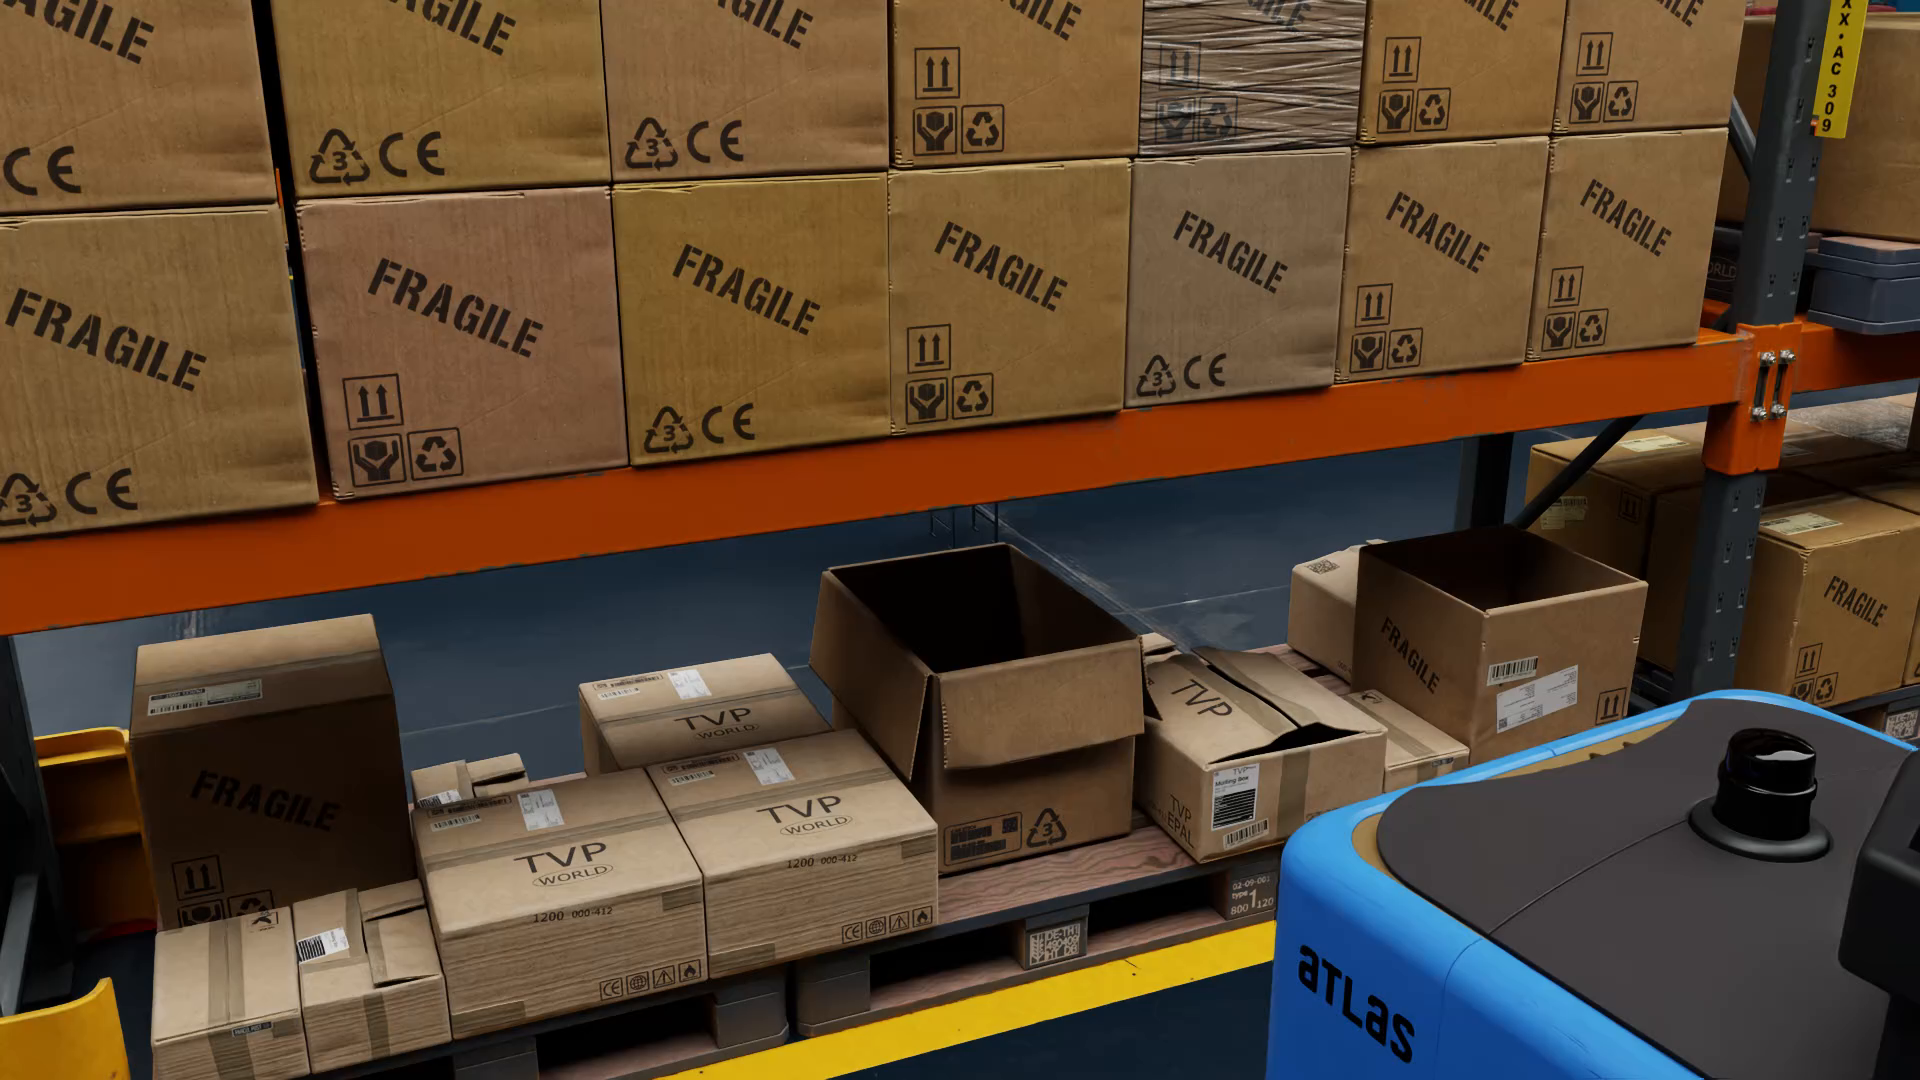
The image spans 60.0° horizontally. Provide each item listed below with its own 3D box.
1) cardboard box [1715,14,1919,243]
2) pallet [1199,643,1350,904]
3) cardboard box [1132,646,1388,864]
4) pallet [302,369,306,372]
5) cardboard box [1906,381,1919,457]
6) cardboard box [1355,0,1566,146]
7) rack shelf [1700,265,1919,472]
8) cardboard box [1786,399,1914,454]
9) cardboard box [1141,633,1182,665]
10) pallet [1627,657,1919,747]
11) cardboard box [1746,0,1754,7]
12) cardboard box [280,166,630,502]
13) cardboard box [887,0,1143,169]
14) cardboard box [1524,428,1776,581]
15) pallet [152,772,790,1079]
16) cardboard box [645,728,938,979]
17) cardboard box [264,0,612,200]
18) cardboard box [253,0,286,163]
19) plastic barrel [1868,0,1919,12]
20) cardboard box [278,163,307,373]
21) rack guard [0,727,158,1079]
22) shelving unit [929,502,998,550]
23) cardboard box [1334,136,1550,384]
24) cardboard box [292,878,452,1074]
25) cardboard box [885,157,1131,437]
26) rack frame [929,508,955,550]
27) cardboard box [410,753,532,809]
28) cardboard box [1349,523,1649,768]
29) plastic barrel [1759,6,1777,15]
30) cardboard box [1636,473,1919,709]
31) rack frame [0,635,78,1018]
[{"bbox_3d":[2.295,-1.078,4.283,0.500,0.500,0.700,-17,26,-40],"label":"cardboard box"},{"bbox_3d":[1.140,0.567,4.594,1.213,0.211,1.003,-8,21,-22],"label":"pallet"},{"bbox_3d":[0.672,0.482,4.021,0.500,0.311,0.500,-8,21,-22],"label":"cardboard box"},{"bbox_3d":[-3.088,-0.605,7.921,1.213,0.211,1.003,-8,21,-22],"label":"pallet"},{"bbox_3d":[3.230,-0.341,4.947,0.500,0.250,0.500,-8,21,-22],"label":"cardboard box"},{"bbox_3d":[0.940,-1.143,3.597,0.500,0.500,0.500,-9,21,-23],"label":"cardboard box"},{"bbox_3d":[3.608,-0.762,5.253,4.000,0.370,1.077,-8,21,-22],"label":"rack shelf"},{"bbox_3d":[3.029,-0.147,5.526,0.500,0.500,0.500,-8,21,-21],"label":"cardboard box"},{"bbox_3d":[0.510,0.397,4.483,0.250,0.166,0.380,-8,21,-22],"label":"cardboard box"},{"bbox_3d":[2.503,0.358,5.186,1.213,0.211,1.003,-8,21,-22],"label":"pallet"},{"bbox_3d":[7.466,-5.407,16.763,0.500,0.500,0.875,-8,21,-22],"label":"cardboard box"},{"bbox_3d":[-0.918,-0.407,3.010,0.500,0.500,0.500,-8,21,-22],"label":"cardboard box"},{"bbox_3d":[0.015,-1.011,3.222,0.500,0.500,0.500,-8,21,-22],"label":"cardboard box"},{"bbox_3d":[2.111,-0.019,5.161,0.500,0.500,0.500,-8,21,-22],"label":"cardboard box"},{"bbox_3d":[-1.100,0.888,3.682,1.213,0.211,1.003,-8,21,-22],"label":"pallet"},{"bbox_3d":[-0.372,0.661,3.607,0.500,0.250,0.500,-8,21,-22],"label":"cardboard box"},{"bbox_3d":[-0.913,-0.880,2.849,0.500,0.500,0.500,-8,21,-21],"label":"cardboard box"},{"bbox_3d":[-1.138,-1.040,3.303,0.500,0.500,0.500,-8,21,-20],"label":"cardboard box"},{"bbox_3d":[6.684,-3.680,11.702,0.708,0.901,0.600,-8,21,-22],"label":"plastic barrel"},{"bbox_3d":[-1.123,-0.571,3.475,0.500,0.500,0.500,-8,21,-21],"label":"cardboard box"},{"bbox_3d":[-1.832,0.857,3.336,0.348,0.500,1.175,-8,21,-22],"label":"rack guard"},{"bbox_3d":[0.013,-0.568,6.328,0.189,1.200,0.258,-8,21,-22],"label":"shelving unit"},{"bbox_3d":[0.941,-0.673,3.767,0.500,0.500,0.500,-8,21,-20],"label":"cardboard box"},{"bbox_3d":[-1.151,0.834,3.242,0.250,0.166,0.380,-8,21,-22],"label":"cardboard box"},{"bbox_3d":[0.004,-0.537,3.381,0.500,0.500,0.500,-8,21,-21],"label":"cardboard box"},{"bbox_3d":[-0.071,-0.556,6.294,0.006,1.200,0.240,-8,21,-22],"label":"rack frame"},{"bbox_3d":[-1.092,0.644,3.779,0.250,0.166,0.380,-8,21,-22],"label":"cardboard box"},{"bbox_3d":[1.360,0.295,4.270,0.500,0.500,0.500,-8,21,-22],"label":"cardboard box"},{"bbox_3d":[5.519,-3.310,11.203,0.433,0.535,0.433,0,19,0],"label":"plastic barrel"},{"bbox_3d":[2.312,0.144,4.698,0.500,0.500,0.500,-9,21,-24],"label":"cardboard box"},{"bbox_3d":[-1.902,-0.312,2.892,0.127,3.000,1.000,-8,21,-22],"label":"rack frame"}]
